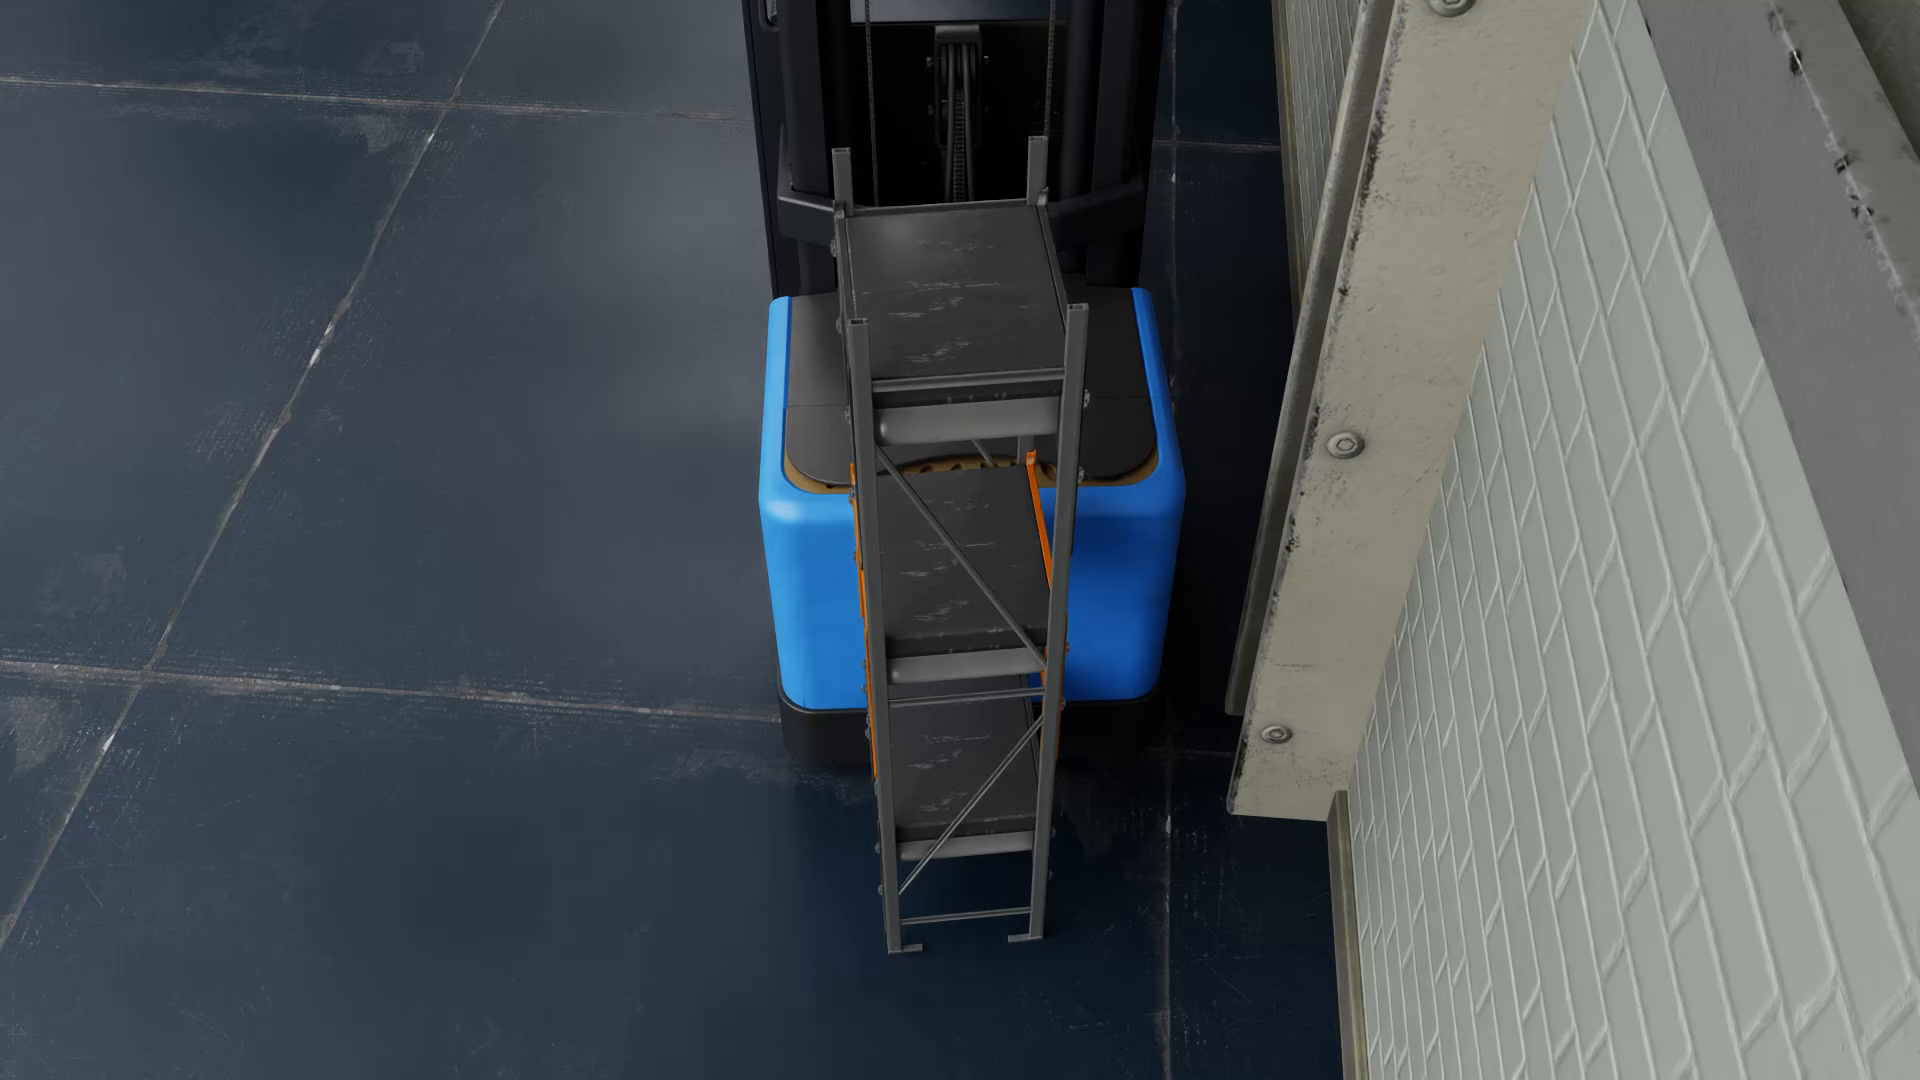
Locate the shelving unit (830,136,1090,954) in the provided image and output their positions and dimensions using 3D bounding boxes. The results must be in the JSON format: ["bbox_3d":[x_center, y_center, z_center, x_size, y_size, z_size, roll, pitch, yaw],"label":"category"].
[{"bbox_3d":[-0.011,0.157,3.684,0.431,2.100,0.503,-4,48,-4],"label":"shelving unit"}]

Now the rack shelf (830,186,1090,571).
[{"bbox_3d":[-0.011,-0.307,3.177,0.431,0.518,0.480,-4,48,-4],"label":"rack shelf"}]

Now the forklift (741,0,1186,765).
[{"bbox_3d":[-0.025,-1.449,4.589,1.130,2.935,3.031,-2,48,-2],"label":"forklift"}]

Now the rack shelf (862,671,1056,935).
[{"bbox_3d":[-0.011,0.638,4.210,0.431,0.518,0.480,-4,48,-4],"label":"rack shelf"}]

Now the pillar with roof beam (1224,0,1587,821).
[{"bbox_3d":[-3.383,-2.712,1.632,9.100,9.000,0.400,4,48,4],"label":"pillar with roof beam"}]

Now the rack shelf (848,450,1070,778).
[{"bbox_3d":[-0.011,0.166,3.694,0.431,0.518,0.480,-4,48,-4],"label":"rack shelf"}]

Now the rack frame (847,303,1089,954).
[{"bbox_3d":[0.014,0.336,3.520,0.400,2.100,0.015,-4,48,-4],"label":"rack frame"}]

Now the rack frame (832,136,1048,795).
[{"bbox_3d":[-0.037,-0.023,3.848,0.400,2.100,0.015,-4,48,-4],"label":"rack frame"}]
